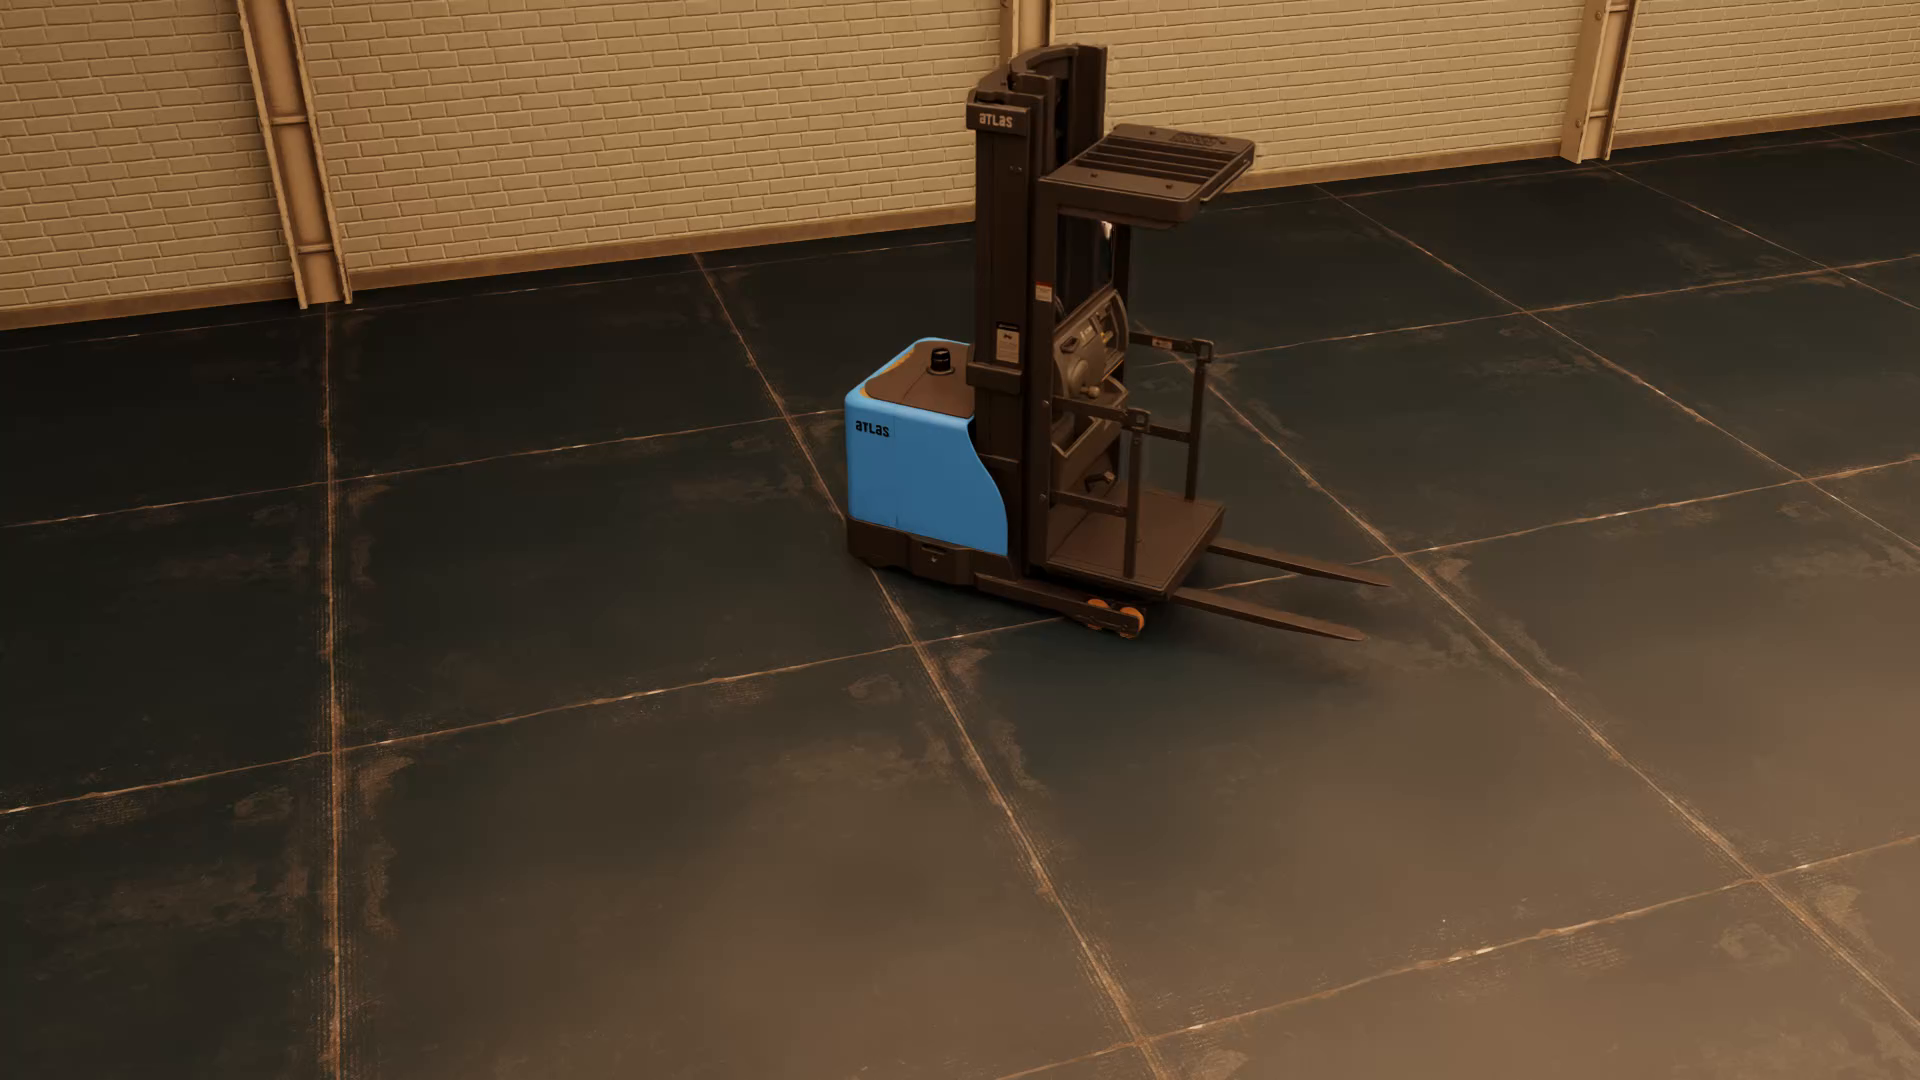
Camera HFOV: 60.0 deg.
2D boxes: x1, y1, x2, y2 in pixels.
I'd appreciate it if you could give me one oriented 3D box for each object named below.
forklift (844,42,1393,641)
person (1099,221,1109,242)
[{"bbox_3d":[0.891,-1.037,8.890,3.031,2.935,1.130,14,33,23],"label":"forklift"},{"bbox_3d":[0.746,-2.065,12.021,0.915,1.686,0.610,3,30,6],"label":"person"}]
